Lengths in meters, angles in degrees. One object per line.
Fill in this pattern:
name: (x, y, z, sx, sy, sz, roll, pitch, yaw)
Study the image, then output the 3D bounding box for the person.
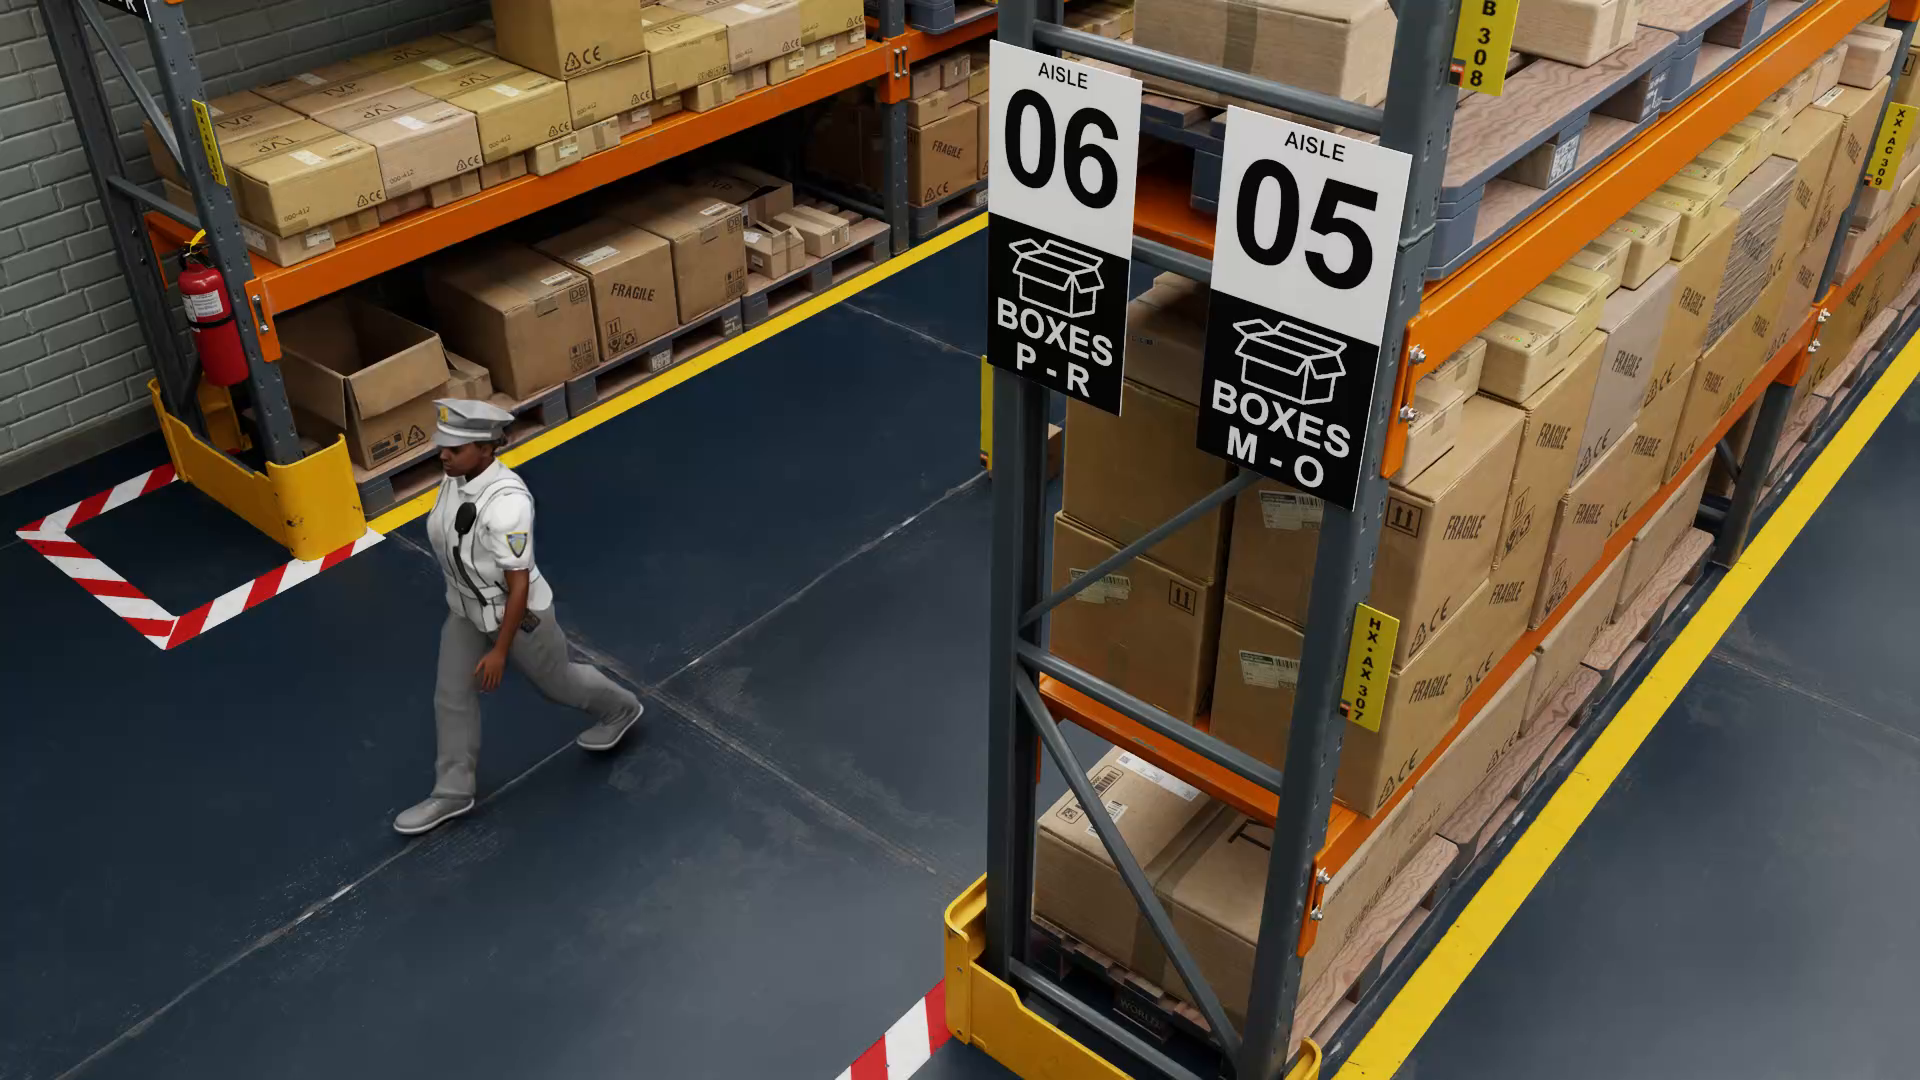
person: (-1.621, 0.241, 5.771, 0.445, 1.639, 0.984, 28, 44, 34)
